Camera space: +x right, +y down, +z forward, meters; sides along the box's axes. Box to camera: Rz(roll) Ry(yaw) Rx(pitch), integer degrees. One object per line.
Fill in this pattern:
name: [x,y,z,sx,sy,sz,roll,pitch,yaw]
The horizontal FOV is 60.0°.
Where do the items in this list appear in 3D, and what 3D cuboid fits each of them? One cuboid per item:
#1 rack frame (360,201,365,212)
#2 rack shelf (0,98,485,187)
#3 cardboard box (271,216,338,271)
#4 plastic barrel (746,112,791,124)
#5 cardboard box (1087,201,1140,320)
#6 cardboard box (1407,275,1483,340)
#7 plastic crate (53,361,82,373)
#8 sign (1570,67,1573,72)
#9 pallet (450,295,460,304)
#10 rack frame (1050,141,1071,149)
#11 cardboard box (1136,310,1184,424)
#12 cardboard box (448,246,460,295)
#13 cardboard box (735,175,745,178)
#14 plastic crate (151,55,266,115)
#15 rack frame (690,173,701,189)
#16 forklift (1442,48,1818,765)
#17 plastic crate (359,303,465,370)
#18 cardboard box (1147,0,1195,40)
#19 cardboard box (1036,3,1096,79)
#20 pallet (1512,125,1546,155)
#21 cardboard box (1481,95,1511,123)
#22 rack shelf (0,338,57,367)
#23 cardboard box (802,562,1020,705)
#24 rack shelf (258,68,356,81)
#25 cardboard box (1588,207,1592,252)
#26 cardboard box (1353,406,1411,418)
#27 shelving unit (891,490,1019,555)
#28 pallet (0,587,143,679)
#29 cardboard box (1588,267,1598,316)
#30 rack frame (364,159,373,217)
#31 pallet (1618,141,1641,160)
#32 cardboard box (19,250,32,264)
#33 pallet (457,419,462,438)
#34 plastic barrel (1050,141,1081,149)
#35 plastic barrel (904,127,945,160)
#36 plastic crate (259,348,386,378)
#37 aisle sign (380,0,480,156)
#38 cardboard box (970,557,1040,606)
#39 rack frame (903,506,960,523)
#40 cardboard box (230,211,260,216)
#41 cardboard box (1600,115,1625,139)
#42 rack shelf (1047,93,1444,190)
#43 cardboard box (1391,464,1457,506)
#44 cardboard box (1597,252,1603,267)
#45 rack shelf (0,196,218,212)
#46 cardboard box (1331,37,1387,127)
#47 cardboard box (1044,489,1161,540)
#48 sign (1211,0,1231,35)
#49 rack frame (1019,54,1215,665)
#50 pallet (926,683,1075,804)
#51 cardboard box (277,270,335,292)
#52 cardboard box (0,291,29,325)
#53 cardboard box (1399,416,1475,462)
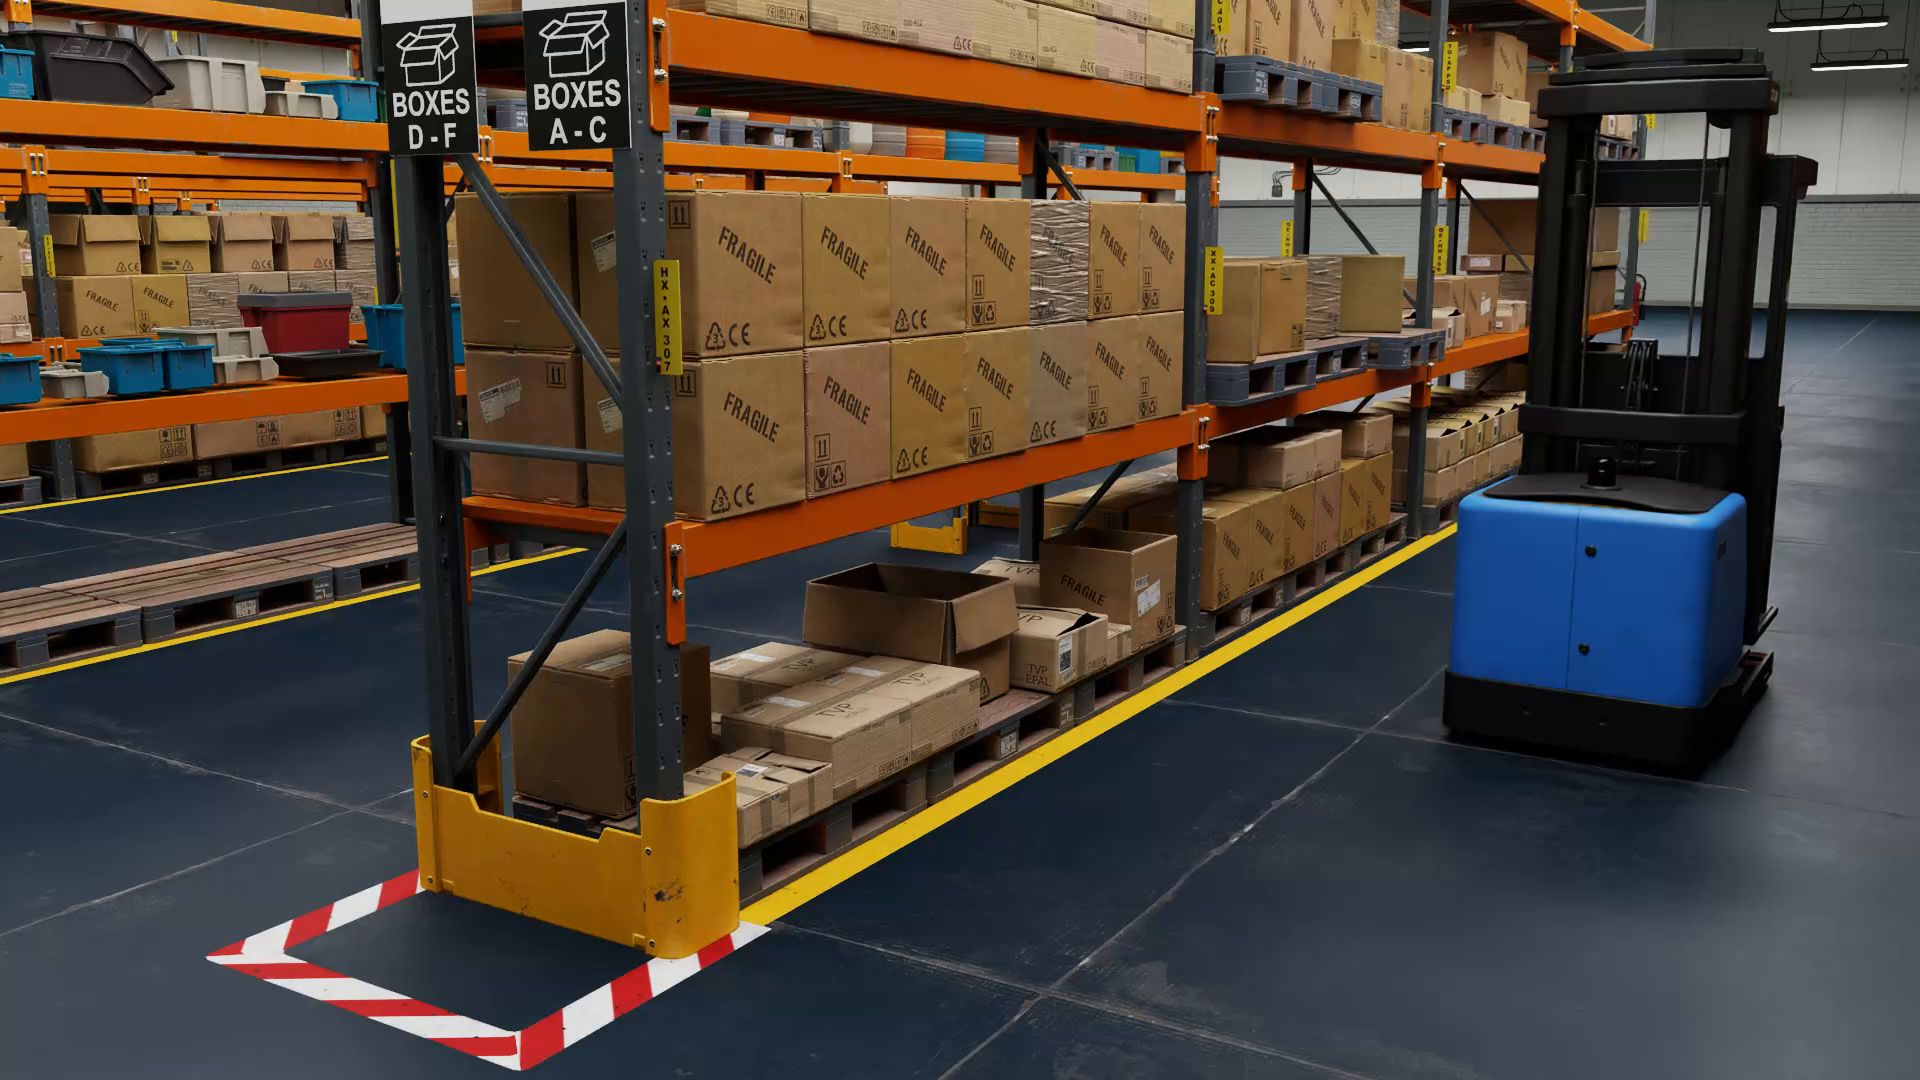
rack frame: [-9.933,-4.675,28.690,1.000,3.000,0.127,6,12,31]
rack shelf: [-4.499,-2.174,9.134,1.077,0.370,4.000,6,12,31]
cardboard box: [-6.351,-2.797,15.659,0.797,0.503,0.637,7,13,32]
plastic barrel: [-1.681,-3.800,13.555,0.600,0.830,0.708,6,12,31]
cardboard box: [0.466,-1.250,7.404,0.500,0.500,0.500,6,12,30]
cardboard box: [3.978,-1.921,13.705,0.500,0.500,0.500,6,12,31]
plastic crate: [-4.844,-0.923,9.201,0.298,0.136,0.250,6,12,31]
sign: [5.393,-3.985,14.593,0.100,0.325,0.005,6,12,31]
pallet: [-5.338,-2.498,17.583,1.213,0.211,1.003,6,12,31]
rack frame: [0.693,-5.575,17.193,1.000,3.000,0.127,6,12,31]
cardboard box: [0.731,-0.840,7.933,0.500,0.500,0.500,7,12,32]
cardboard box: [-5.371,-2.815,17.339,0.500,0.500,0.500,5,12,24]
cardboard box: [-2.817,-4.630,20.705,0.500,0.250,0.500,6,12,30]
plastic crate: [-4.123,-2.474,9.103,0.437,0.282,0.530,6,12,31]
rack frame: [-3.540,-3.099,20.273,1.000,3.000,0.127,6,12,31]
forklift: [3.319,-0.746,7.886,1.130,2.935,3.031,7,13,32]
plastic crate: [-3.411,-1.284,10.454,0.392,0.384,0.575,6,12,31]
cardboard box: [0.751,-2.438,7.638,0.500,0.250,0.500,6,12,31]
cardboard box: [0.225,-2.036,6.848,0.500,0.250,0.500,6,12,31]
pallet: [4.478,-3.393,14.208,0.805,0.209,1.217,6,12,28]
cardboard box: [4.314,-3.577,13.938,0.500,0.250,0.500,5,12,25]
rack shelf: [-8.732,-1.173,11.938,1.077,0.370,4.000,6,12,31]
cardboard box: [-0.200,0.413,7.102,0.797,0.503,0.637,6,12,31]
rack shelf: [-8.765,-5.673,20.759,1.077,0.370,4.000,6,12,31]
cardboard box: [5.931,-3.146,16.726,0.700,0.500,0.500,6,12,31]
cardboard box: [3.438,-0.921,13.445,0.500,0.311,0.500,6,12,30]
shelving unit: [0.040,-0.749,11.795,0.587,1.500,1.083,6,12,31]
pallet: [-5.076,0.506,8.594,1.003,0.211,1.213,6,12,31]
cardboard box: [6.217,-2.598,17.322,0.700,0.500,0.500,6,12,31]
rack frame: [-5.617,-2.470,16.912,1.000,3.000,0.127,6,12,31]
pallet: [6.612,-4.104,17.726,1.003,0.211,1.213,6,12,31]
cardboard box: [-10.200,-3.054,17.957,0.380,0.149,0.250,6,12,31]
pallet: [-5.210,-1.222,17.825,1.003,0.211,1.213,6,12,31]
plastic barrel: [1.084,-4.411,17.682,0.421,0.512,0.421,0,11,0]
plastic barrel: [-0.432,-3.894,15.198,0.600,0.830,0.708,6,12,31]
plastic crate: [-3.812,-1.061,9.967,0.437,0.125,0.590,6,12,31]
aisle sign: [-1.603,-1.561,4.993,0.394,0.787,0.004,6,12,31]
cardboard box: [0.368,0.257,8.458,0.500,0.311,0.500,6,12,31]
rack frame: [-0.220,-0.671,11.375,0.500,1.500,0.032,6,12,31]
cardboard box: [-11.312,-4.860,25.878,0.700,0.500,0.500,6,12,31]
cardboard box: [6.340,-4.194,16.686,0.500,0.311,0.500,8,13,37]
rack shelf: [1.809,-2.330,9.964,1.077,0.370,4.000,6,12,31]
cardboard box: [3.371,-0.432,12.358,0.500,0.250,0.500,6,12,30]
cardboard box: [6.430,-2.909,17.221,0.380,0.149,0.250,7,13,32]
rack shelf: [-15.216,-5.955,29.330,1.077,0.370,4.000,6,12,31]
cardboard box: [2.115,-2.813,10.320,0.910,0.500,0.500,6,12,31]
cardboard box: [0.782,0.013,9.244,0.500,0.500,0.500,6,12,30]
sign: [1.239,-2.572,7.899,0.100,0.325,0.005,6,12,31]
rack frame: [0.771,-0.894,8.494,1.000,3.000,0.127,6,12,31]
pallet: [-0.219,0.777,7.145,1.003,0.211,1.213,6,12,31]
cardboard box: [-6.192,-2.258,15.508,0.500,0.500,0.500,6,12,29]
cardboard box: [-7.699,-1.819,13.034,0.500,0.250,0.500,6,12,30]
cardboard box: [3.636,-0.792,12.752,0.500,0.311,0.500,6,12,29]
